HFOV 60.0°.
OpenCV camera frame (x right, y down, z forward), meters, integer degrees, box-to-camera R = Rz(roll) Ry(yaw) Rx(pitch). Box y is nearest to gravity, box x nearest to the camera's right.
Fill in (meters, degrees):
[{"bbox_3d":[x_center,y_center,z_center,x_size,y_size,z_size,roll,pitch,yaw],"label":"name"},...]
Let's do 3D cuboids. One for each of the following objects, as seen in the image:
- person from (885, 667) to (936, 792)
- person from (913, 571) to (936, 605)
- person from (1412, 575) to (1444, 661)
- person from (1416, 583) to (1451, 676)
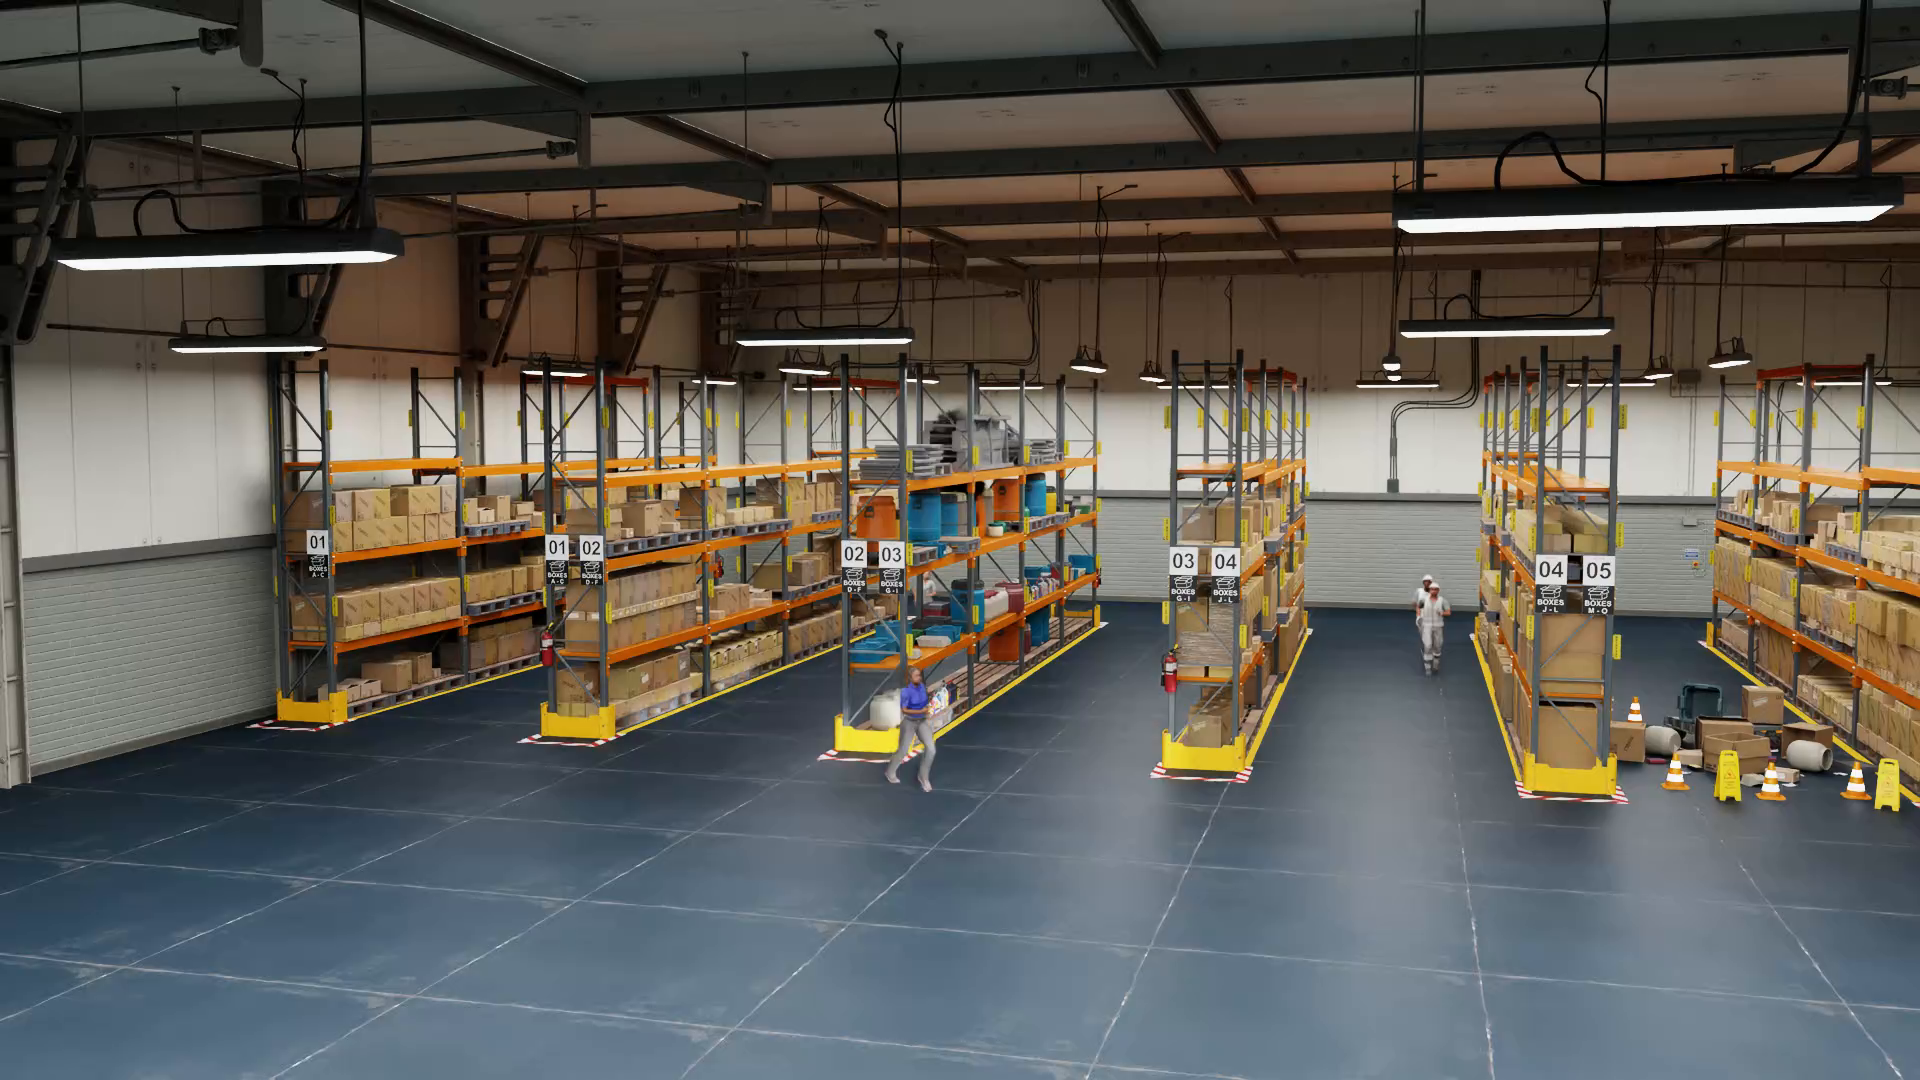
[{"bbox_3d":[-0.628,2.561,22.589,0.585,1.696,0.882,-3,5,-39],"label":"person"},{"bbox_3d":[-0.808,1.463,37.586,0.541,1.636,0.640,0,4,1],"label":"person"},{"bbox_3d":[9.760,1.626,34.663,0.662,1.779,0.649,1,4,13],"label":"person"},{"bbox_3d":[9.298,1.726,32.684,0.661,1.786,0.979,1,4,15],"label":"person"}]
